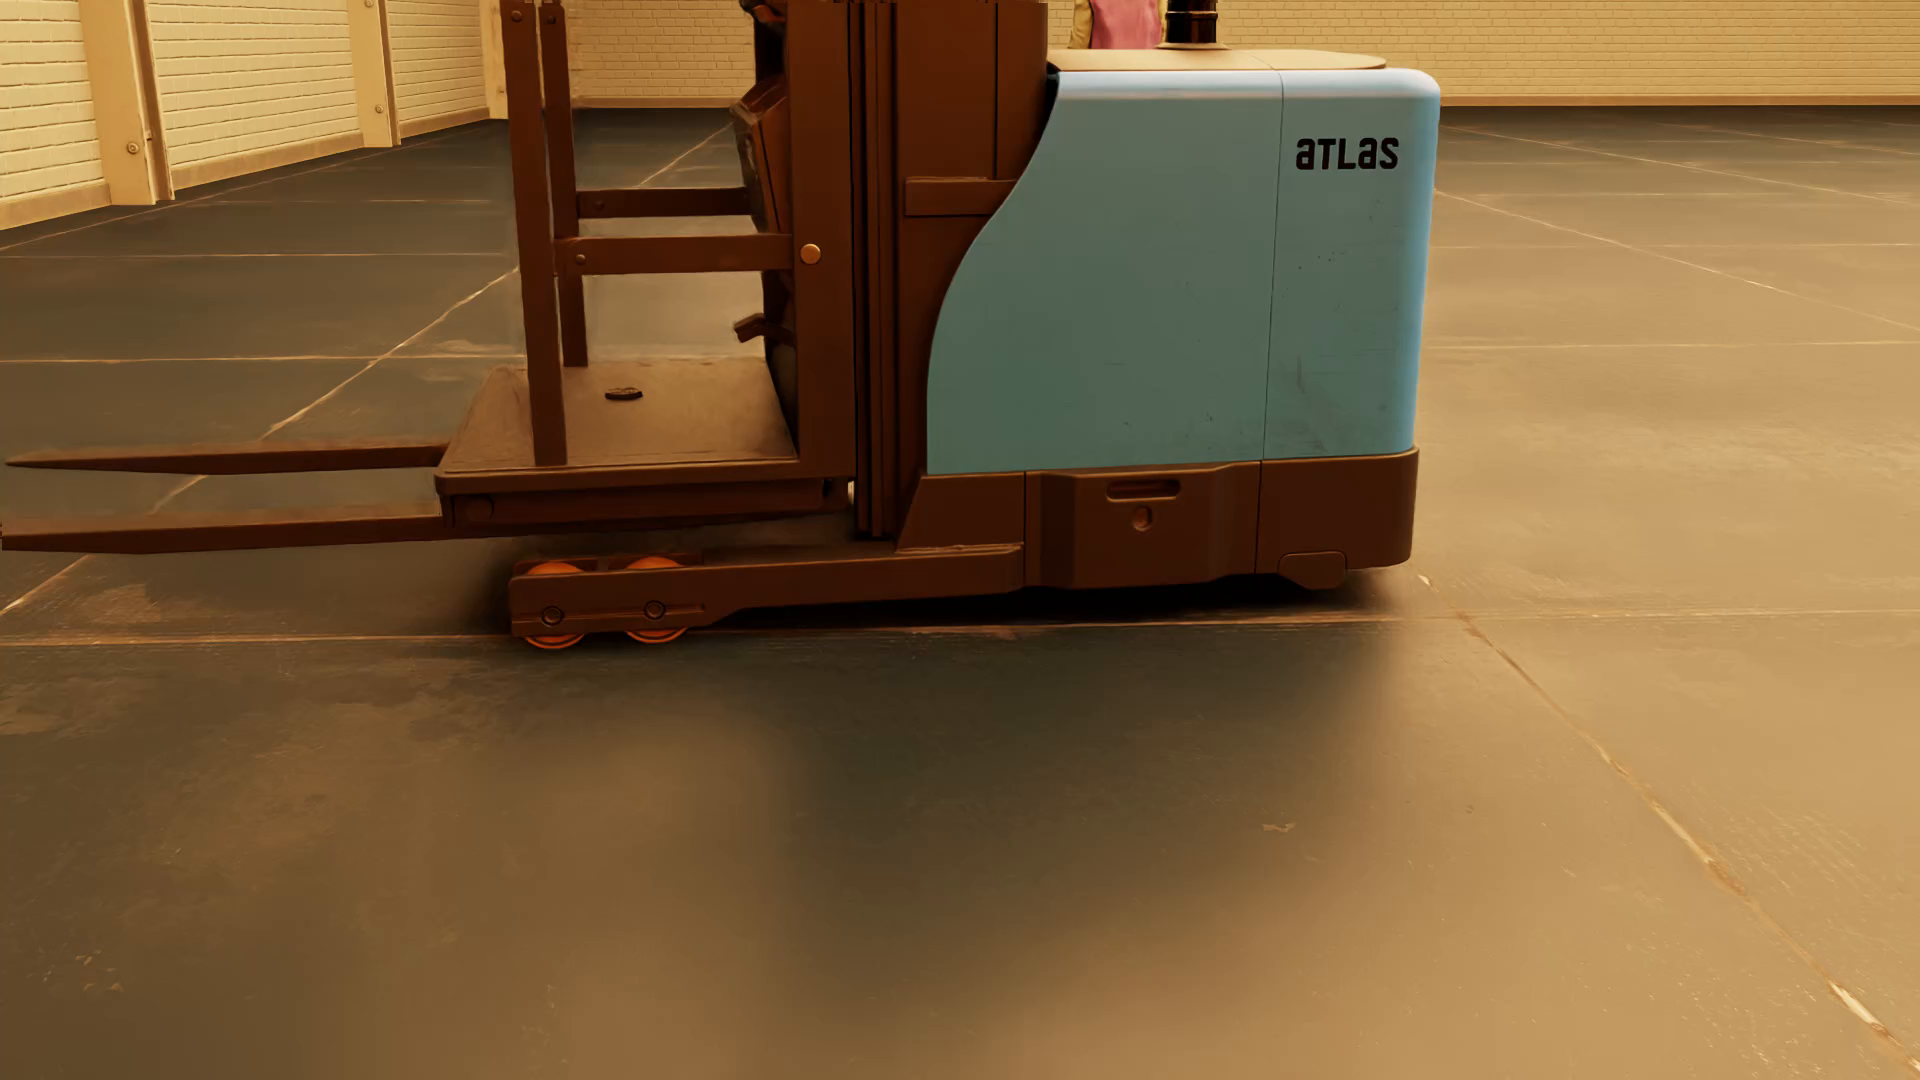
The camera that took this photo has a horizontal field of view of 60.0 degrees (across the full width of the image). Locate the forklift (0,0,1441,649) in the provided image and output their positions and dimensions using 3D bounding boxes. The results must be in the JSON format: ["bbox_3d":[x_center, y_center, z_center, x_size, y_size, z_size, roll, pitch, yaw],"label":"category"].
[{"bbox_3d":[-0.599,-1.356,3.341,3.031,2.935,1.130,-3,17,-9],"label":"forklift"}]

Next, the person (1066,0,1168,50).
[{"bbox_3d":[0.635,-1.742,6.858,0.520,1.597,0.475,-3,17,-10],"label":"person"}]
